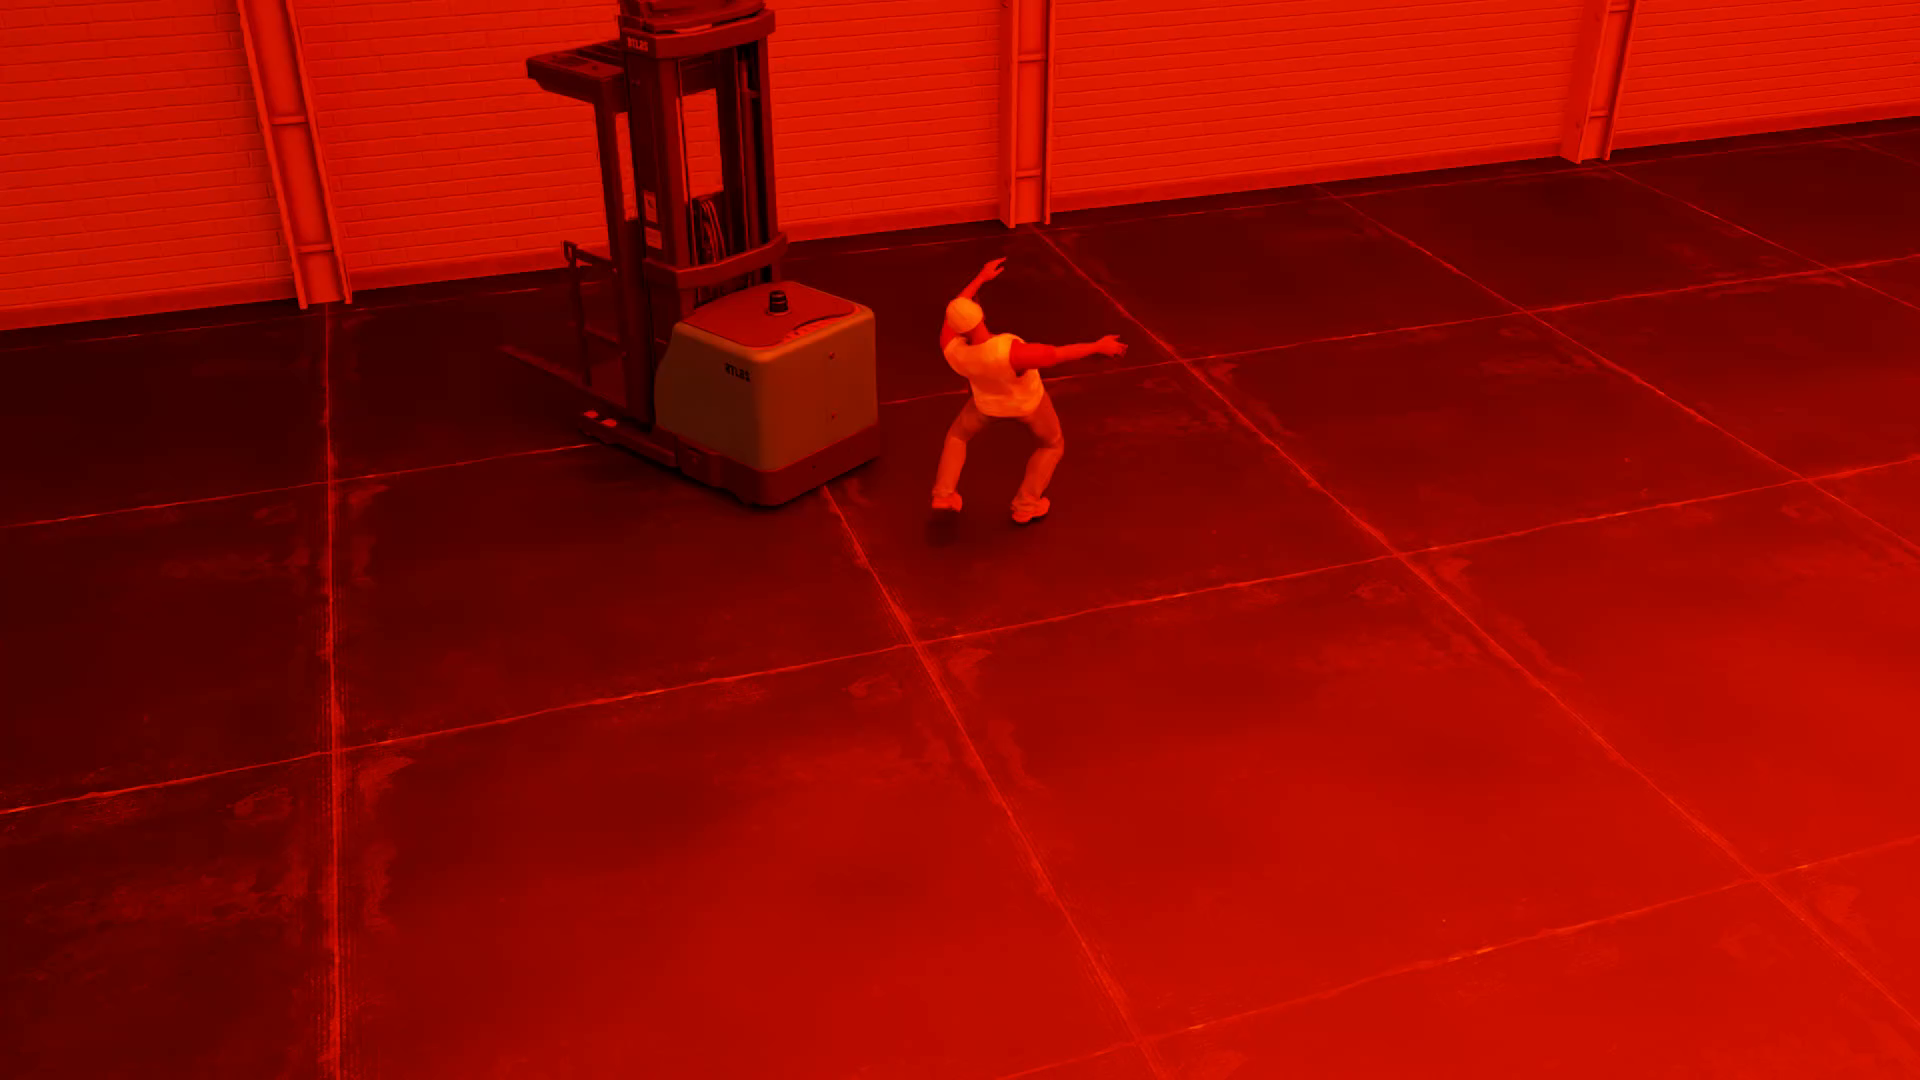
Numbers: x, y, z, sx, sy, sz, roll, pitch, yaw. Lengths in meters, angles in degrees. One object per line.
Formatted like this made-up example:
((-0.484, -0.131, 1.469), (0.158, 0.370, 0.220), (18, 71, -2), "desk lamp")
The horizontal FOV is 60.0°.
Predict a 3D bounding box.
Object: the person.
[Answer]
((0.410, -0.818, 9.882), (1.117, 1.524, 0.750), (6, 30, 11), "person")

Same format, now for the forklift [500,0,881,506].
((-1.960, -2.088, 10.715), (3.031, 2.935, 1.130), (23, 37, 35), "forklift")
